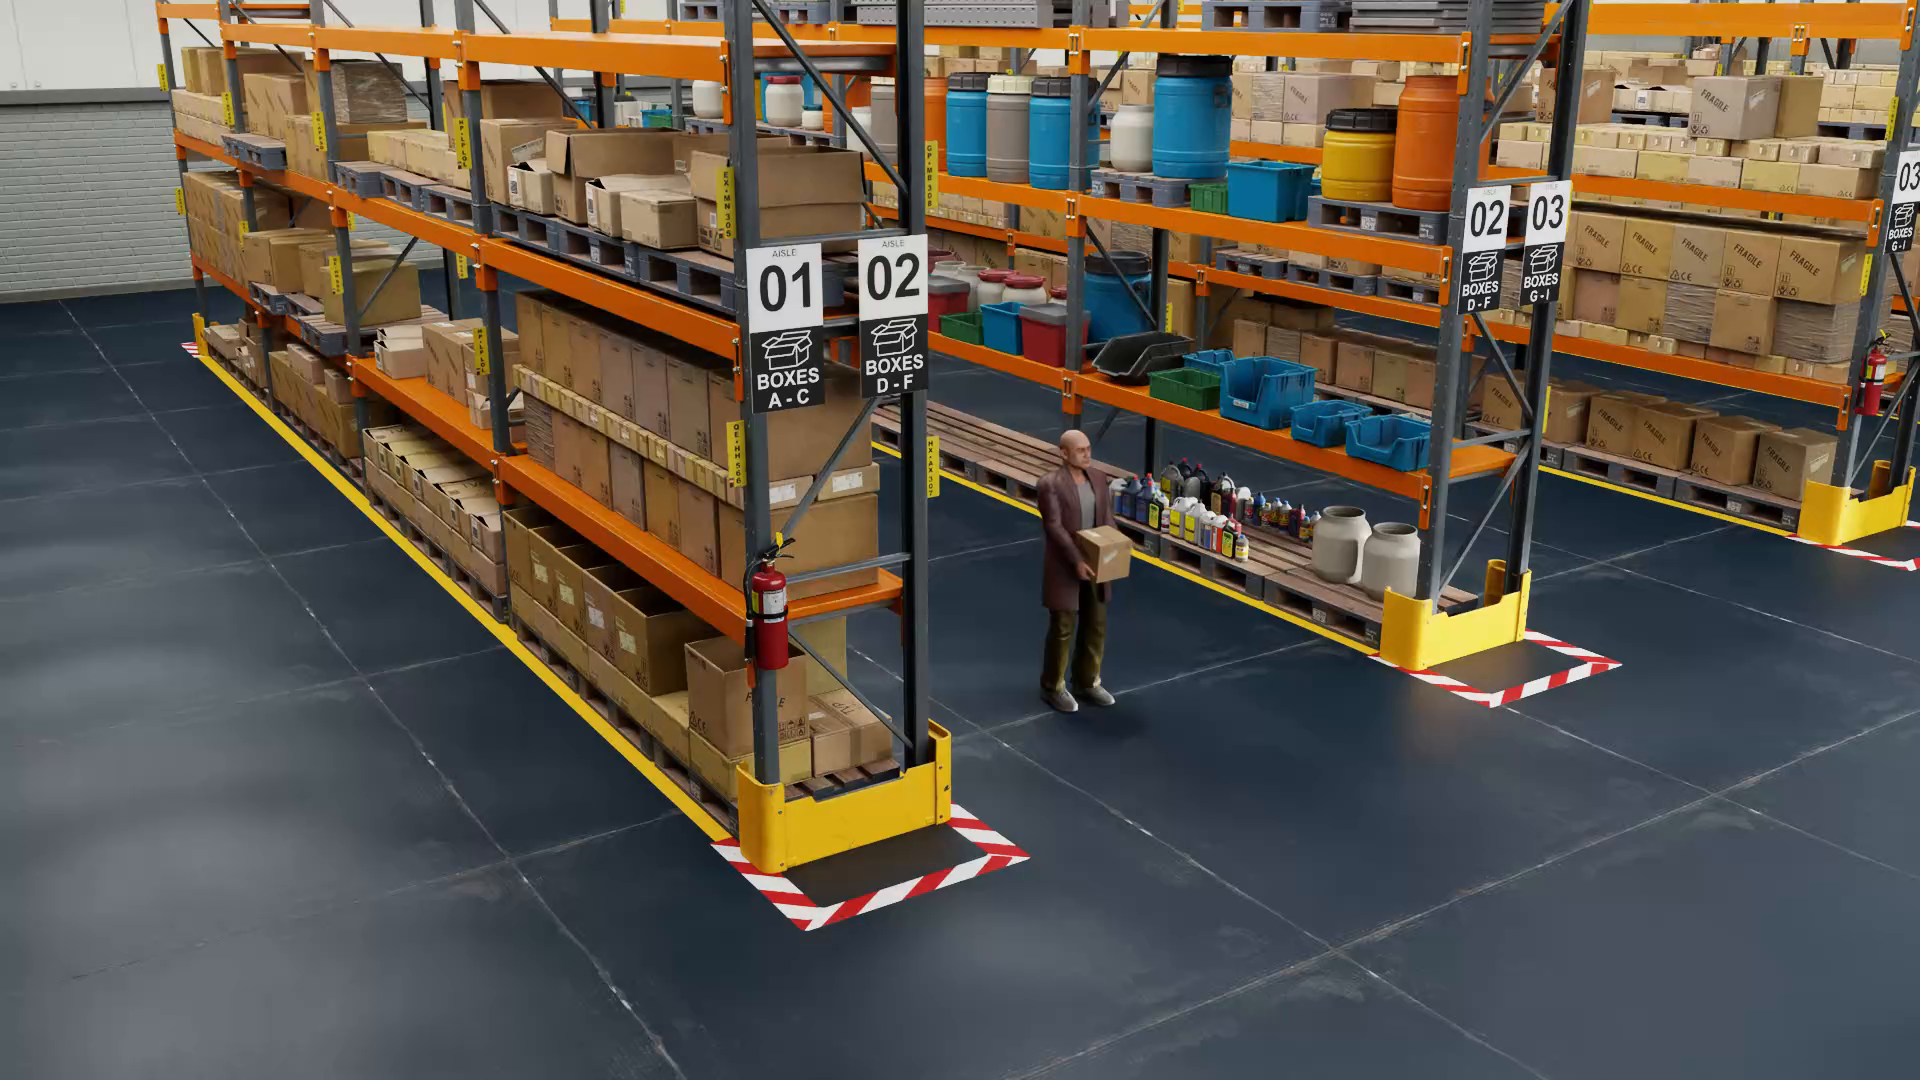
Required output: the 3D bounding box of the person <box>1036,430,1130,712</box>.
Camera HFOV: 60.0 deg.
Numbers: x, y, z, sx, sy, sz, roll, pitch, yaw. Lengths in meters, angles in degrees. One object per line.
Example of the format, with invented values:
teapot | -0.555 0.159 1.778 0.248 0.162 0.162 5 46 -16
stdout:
person | 0.788 0.207 10.439 0.526 1.776 0.553 -11 21 -31
